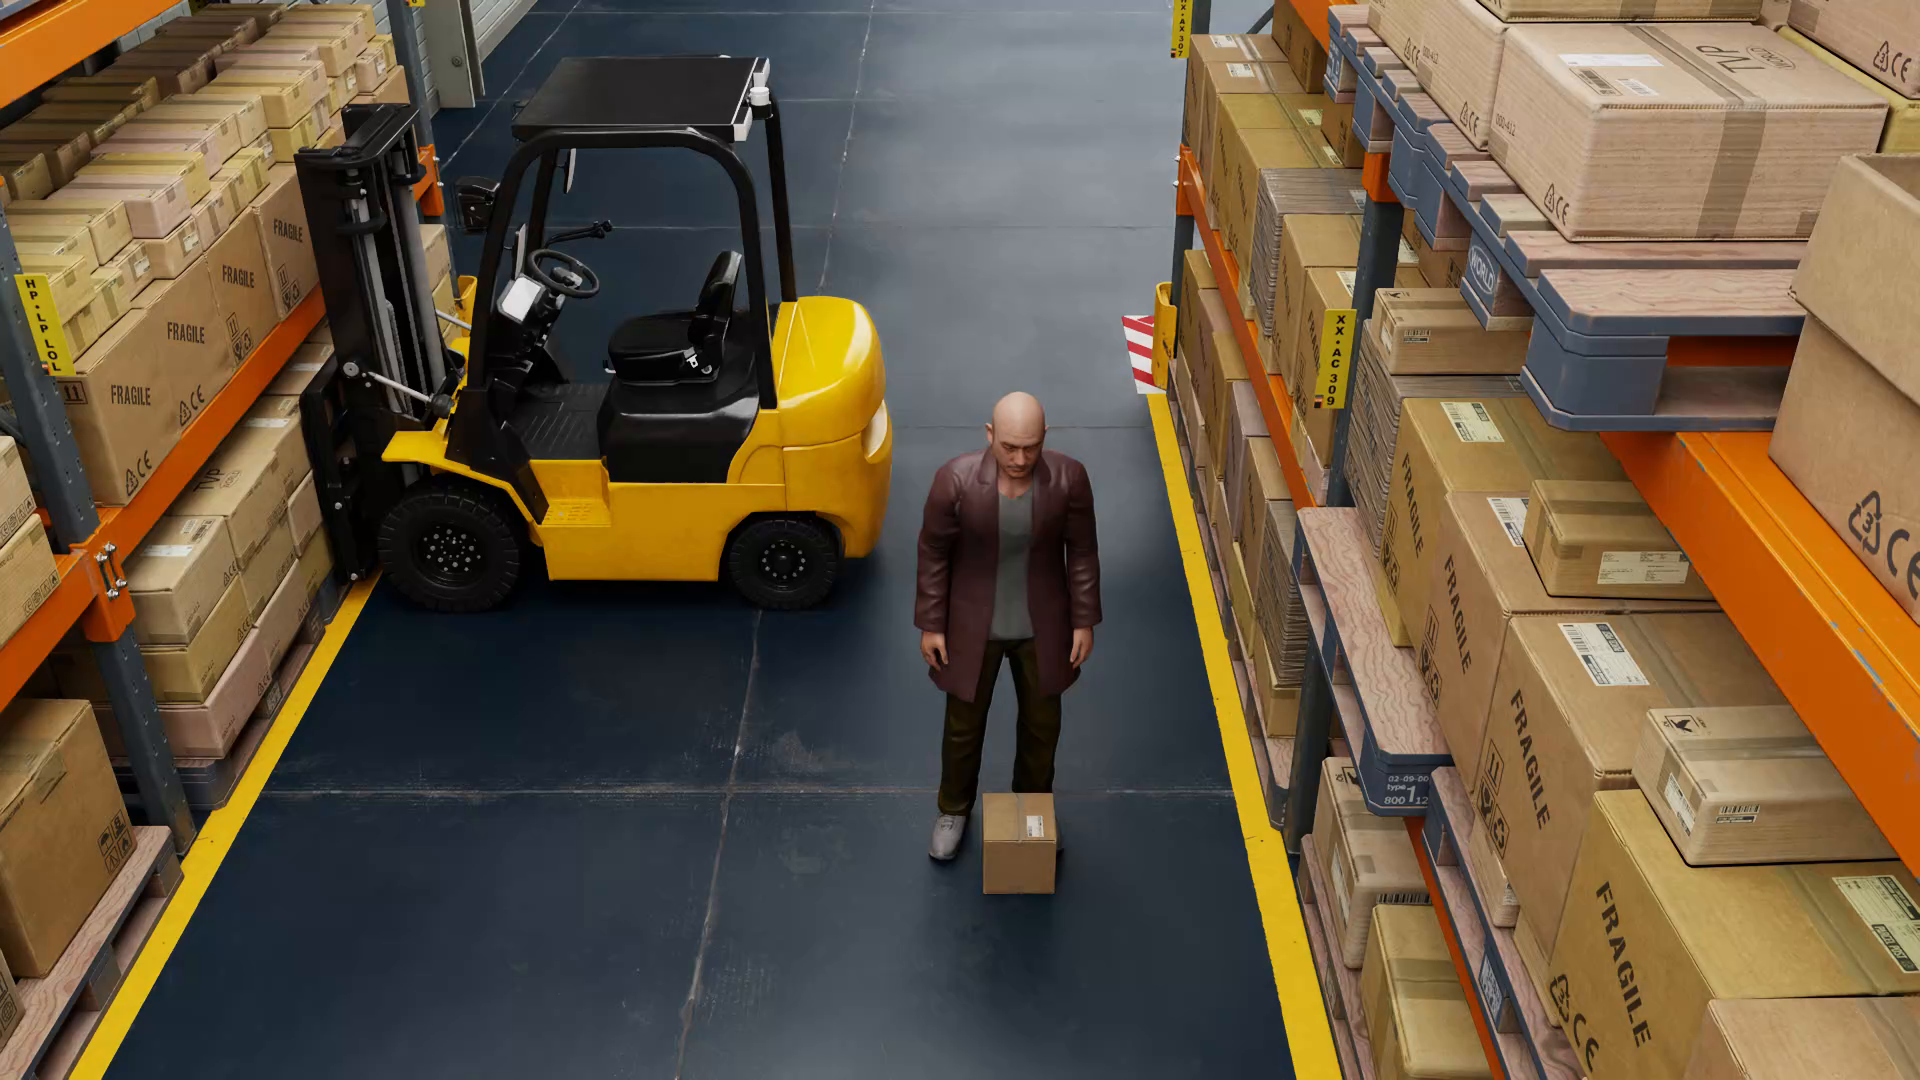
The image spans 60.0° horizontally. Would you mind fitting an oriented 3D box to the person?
[{"bbox_3d":[0.163,0.290,5.668,0.643,1.774,0.426,-2,31,-3],"label":"person"}]
